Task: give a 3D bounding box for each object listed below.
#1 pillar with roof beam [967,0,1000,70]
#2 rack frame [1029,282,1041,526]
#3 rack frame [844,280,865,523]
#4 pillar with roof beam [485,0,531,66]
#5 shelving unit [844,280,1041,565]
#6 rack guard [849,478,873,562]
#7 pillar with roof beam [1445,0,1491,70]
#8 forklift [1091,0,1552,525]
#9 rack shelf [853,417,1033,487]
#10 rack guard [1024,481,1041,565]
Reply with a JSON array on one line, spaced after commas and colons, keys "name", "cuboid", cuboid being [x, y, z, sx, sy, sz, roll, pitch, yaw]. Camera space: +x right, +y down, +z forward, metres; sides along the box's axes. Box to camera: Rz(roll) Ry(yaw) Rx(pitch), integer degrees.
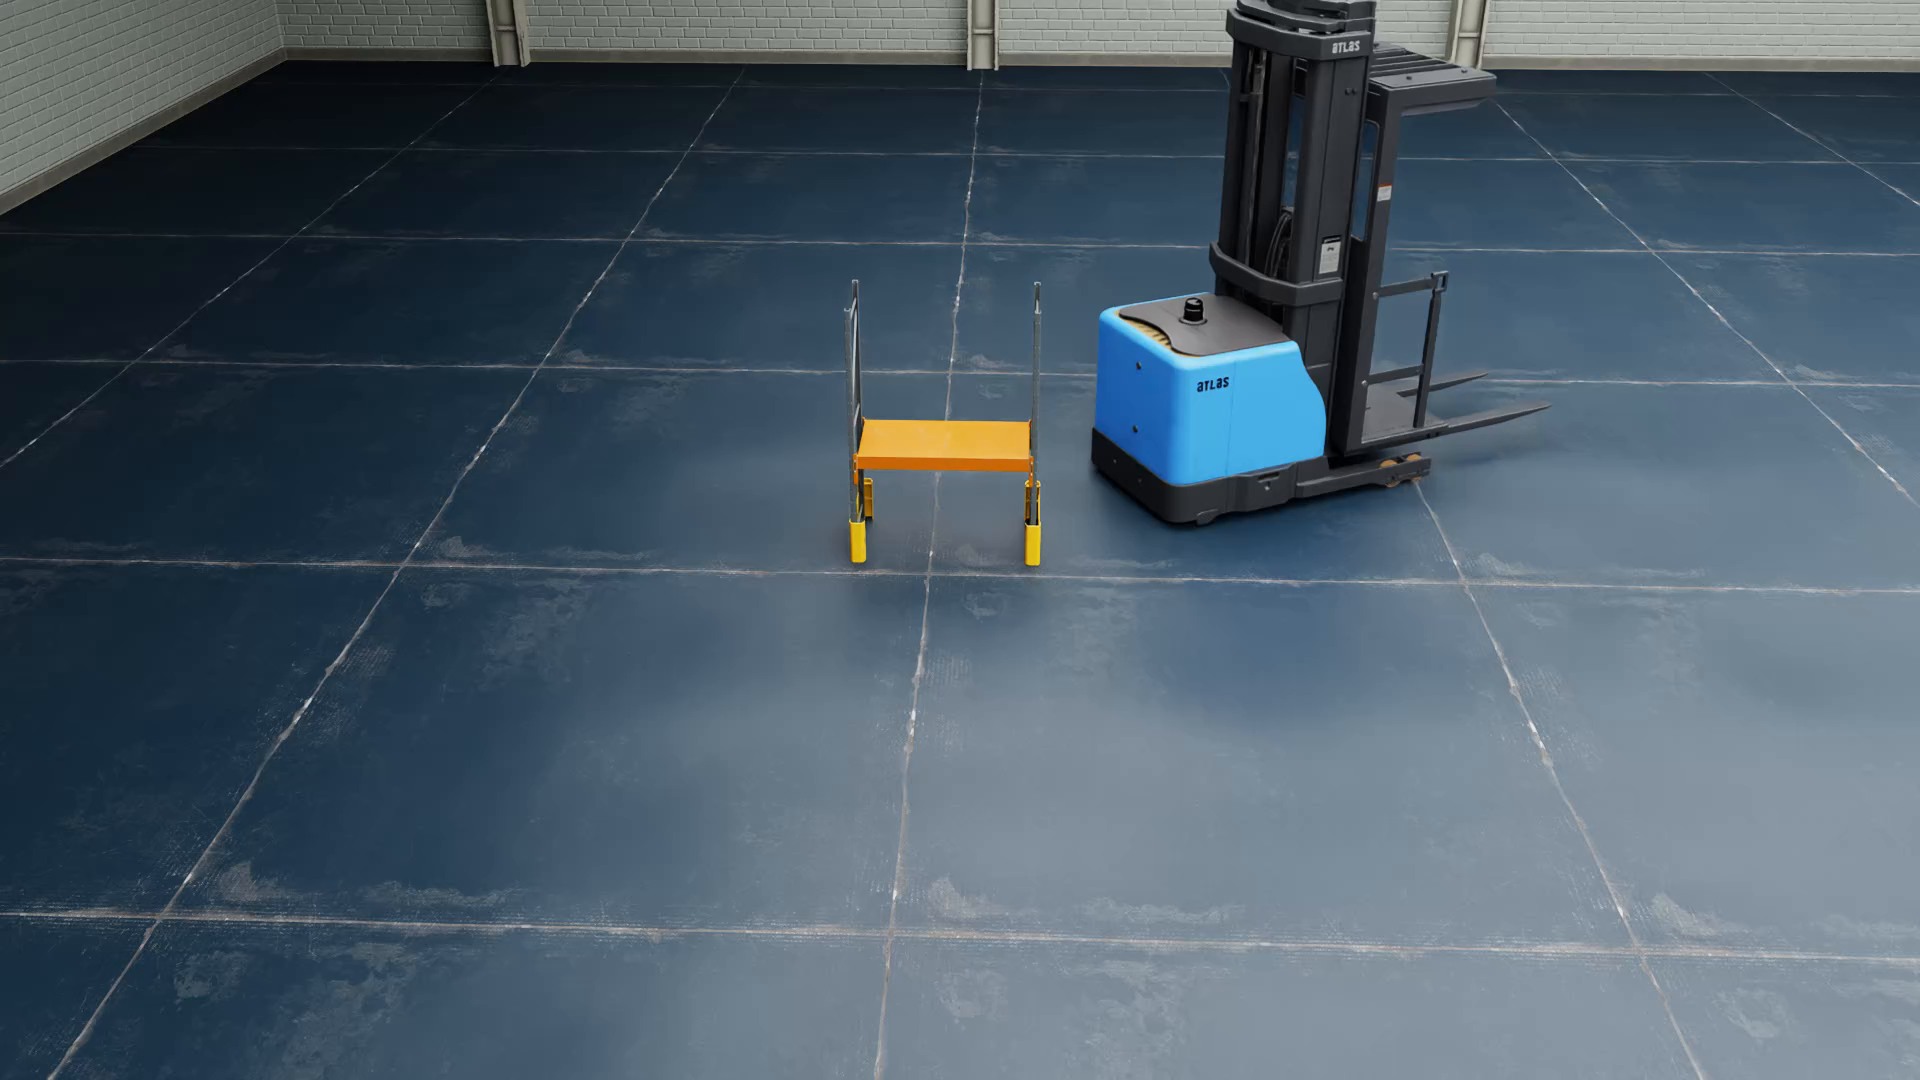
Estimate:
[{"name": "pillar with roof beam", "cuboid": [0.138, -7.937, 15.114, 0.400, 9.000, 9.100, 1, 28, 2]}, {"name": "rack frame", "cuboid": [0.423, -0.656, 9.386, 0.032, 1.500, 0.500, 1, 28, 2]}, {"name": "rack frame", "cuboid": [-0.593, -0.672, 9.417, 0.032, 1.500, 0.500, 1, 28, 2]}, {"name": "pillar with roof beam", "cuboid": [-5.858, -8.036, 15.301, 0.400, 9.000, 9.100, 1, 28, 2]}, {"name": "shelving unit", "cuboid": [-0.076, -0.664, 9.401, 1.083, 1.500, 0.587, 1, 28, 2]}, {"name": "rack guard", "cuboid": [-0.574, -0.120, 9.709, 0.087, 0.250, 0.587, 1, 28, 2]}, {"name": "pillar with roof beam", "cuboid": [6.134, -7.837, 14.927, 0.400, 9.000, 9.100, 1, 28, 2]}, {"name": "forklift", "cuboid": [2.392, -1.836, 10.083, 3.031, 2.935, 1.130, -12, 30, -22]}, {"name": "rack shelf", "cuboid": [-0.085, -0.505, 9.486, 1.000, 0.185, 0.538, 1, 28, 2]}, {"name": "rack guard", "cuboid": [0.422, -0.103, 9.678, 0.087, 0.250, 0.587, 1, 28, 2]}]
